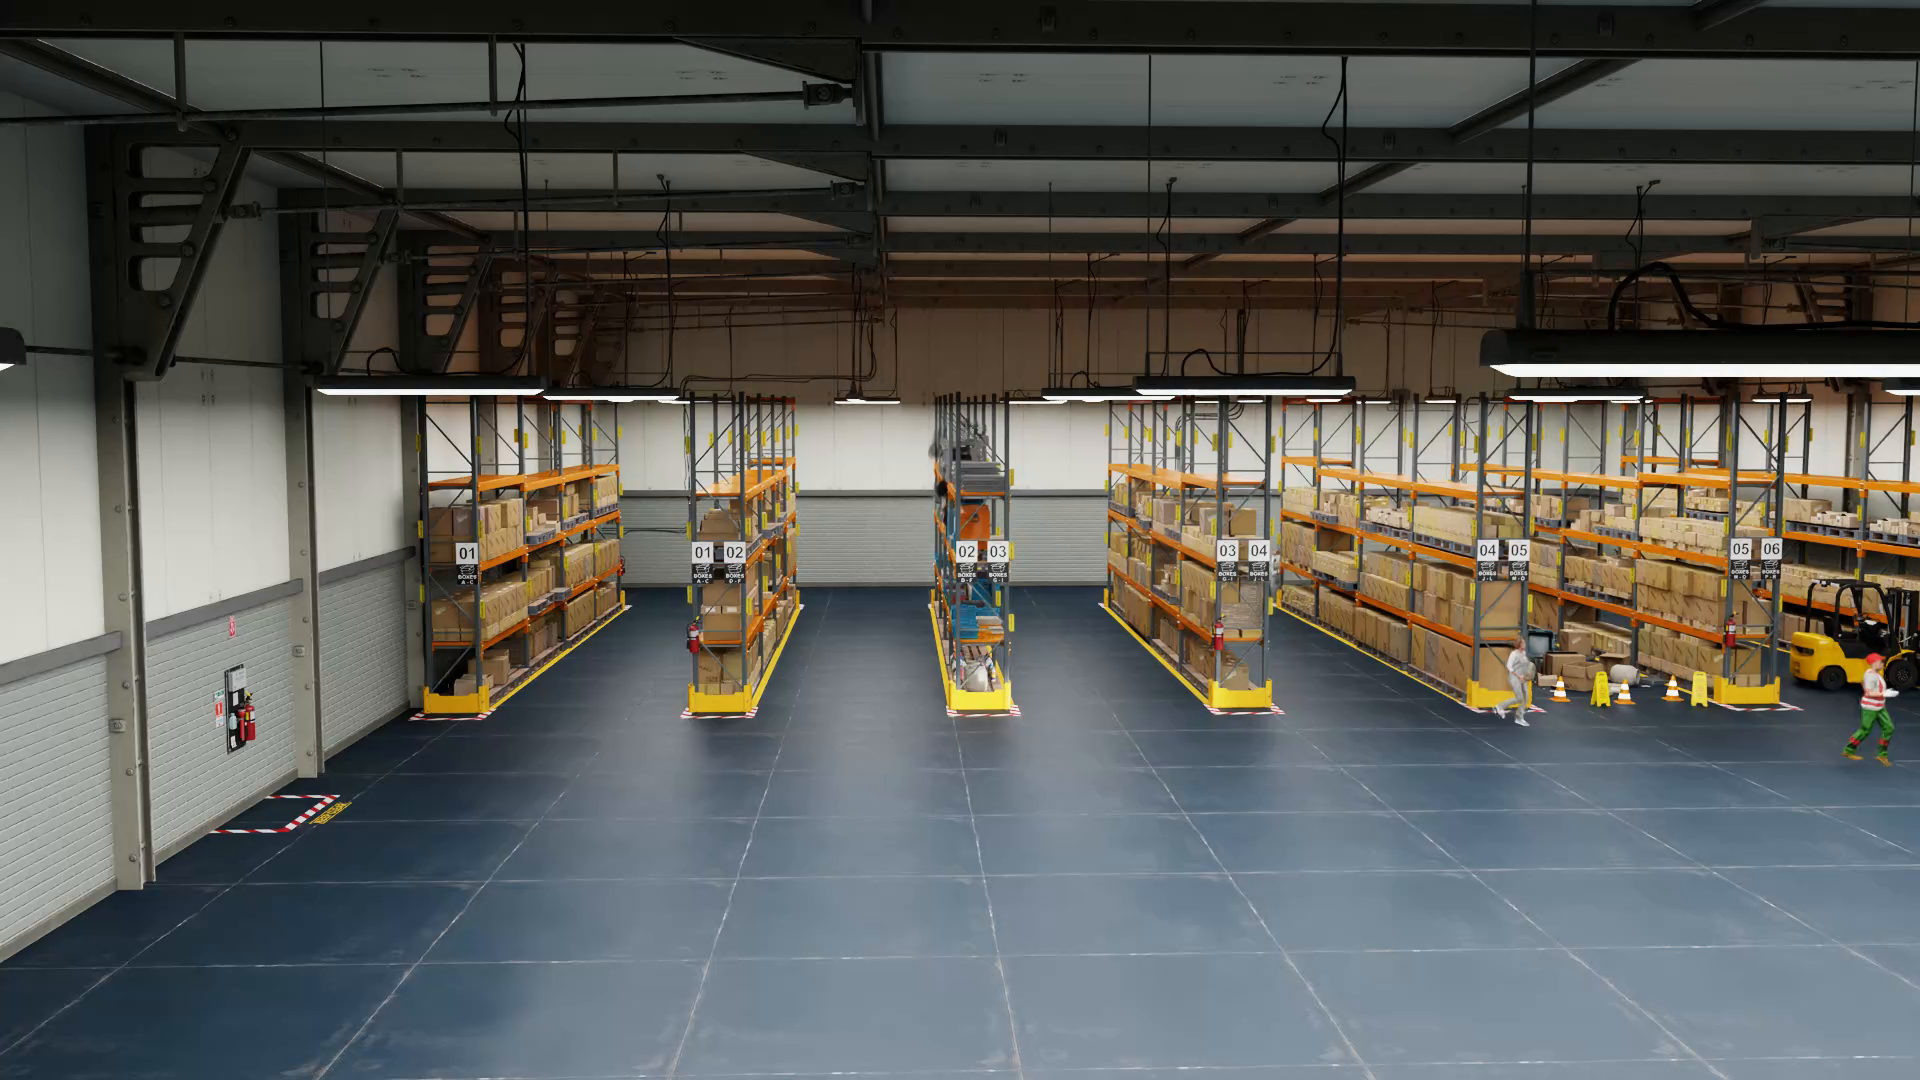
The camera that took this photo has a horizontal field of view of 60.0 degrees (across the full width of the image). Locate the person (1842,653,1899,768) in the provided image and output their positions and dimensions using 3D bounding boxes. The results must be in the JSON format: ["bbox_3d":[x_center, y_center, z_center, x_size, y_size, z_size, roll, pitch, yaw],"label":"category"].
[{"bbox_3d":[14.522,2.713,26.474,0.793,1.848,0.633,5,6,45],"label":"person"}]

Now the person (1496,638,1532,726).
[{"bbox_3d":[10.034,2.542,30.053,0.564,1.584,0.610,-4,6,-43],"label":"person"}]

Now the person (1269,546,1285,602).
[{"bbox_3d":[9.331,1.002,48.777,0.614,1.663,0.629,-1,5,-17],"label":"person"}]
